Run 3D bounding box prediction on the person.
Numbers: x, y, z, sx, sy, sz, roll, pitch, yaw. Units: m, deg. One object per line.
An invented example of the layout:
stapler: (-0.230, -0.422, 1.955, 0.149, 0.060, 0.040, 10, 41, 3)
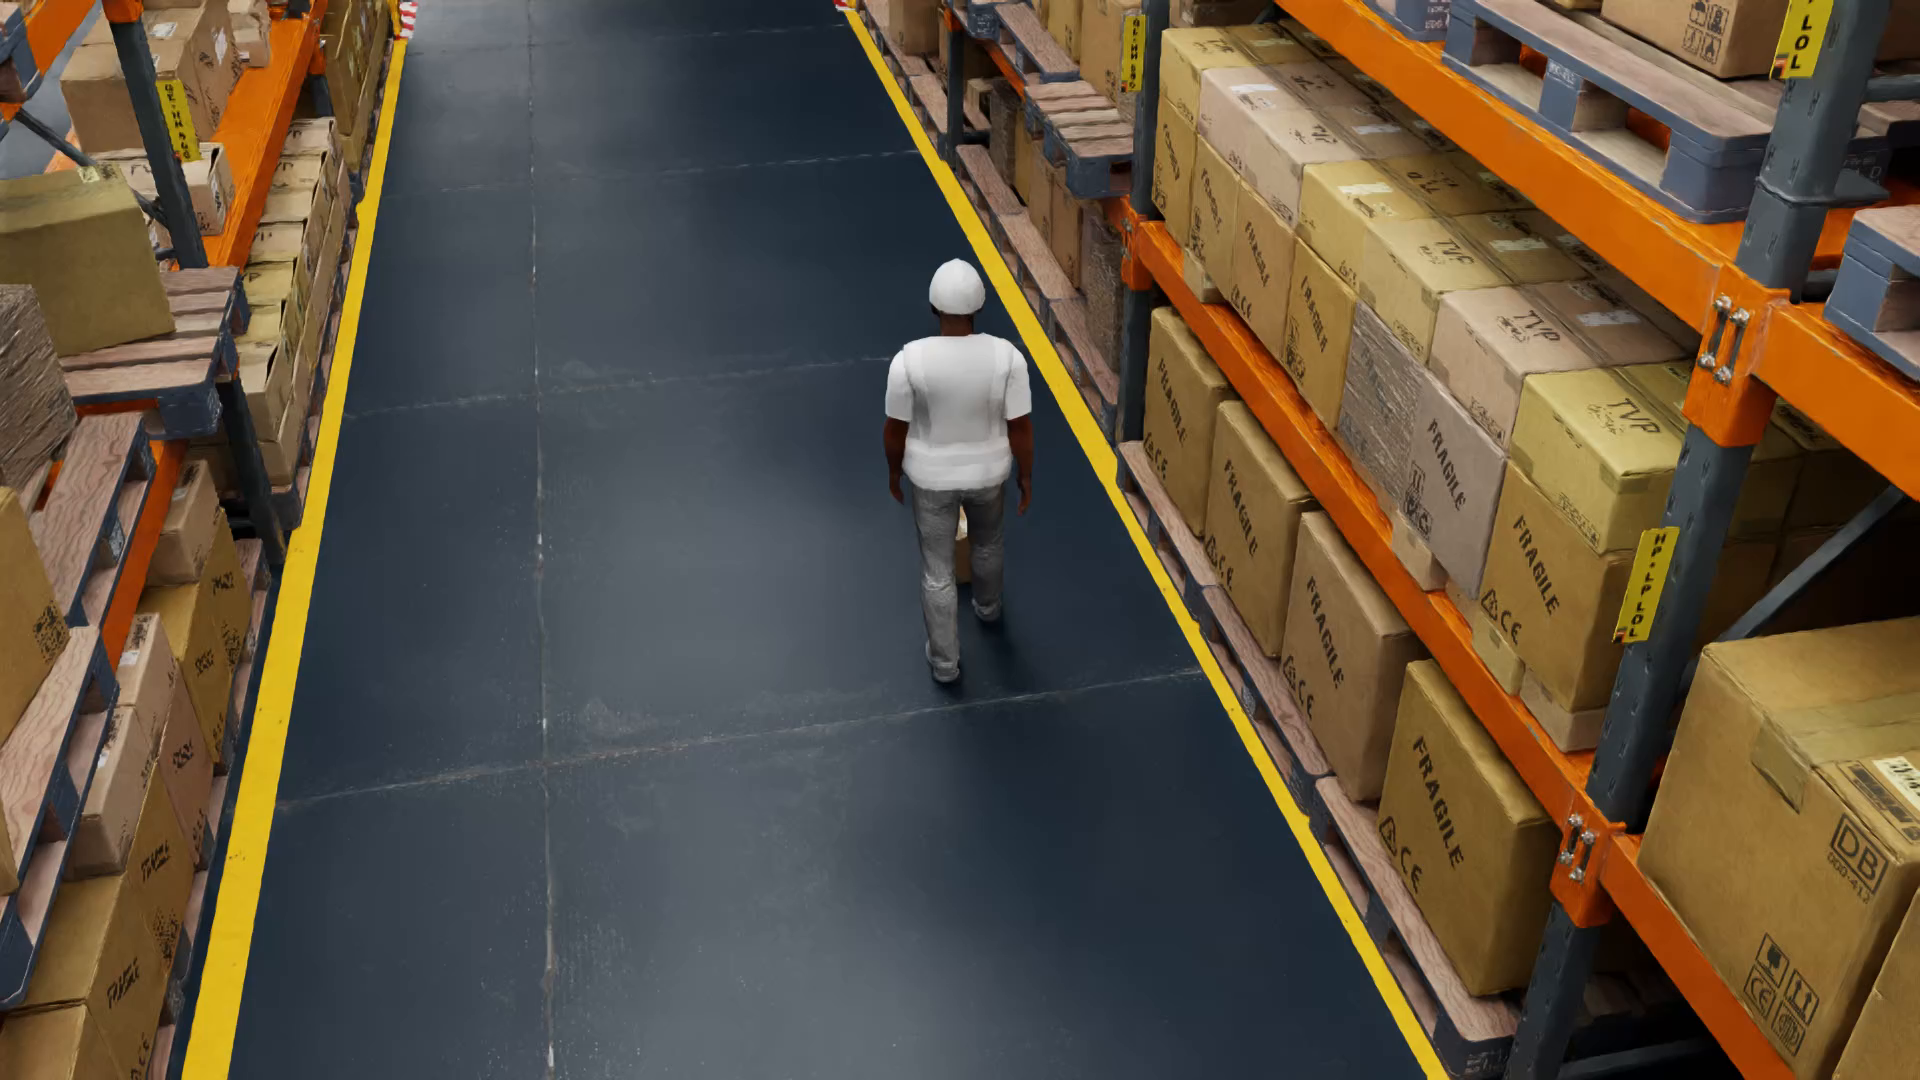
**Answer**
person: (-0.021, -0.330, 6.592, 0.571, 1.755, 0.707, -4, 34, -7)
